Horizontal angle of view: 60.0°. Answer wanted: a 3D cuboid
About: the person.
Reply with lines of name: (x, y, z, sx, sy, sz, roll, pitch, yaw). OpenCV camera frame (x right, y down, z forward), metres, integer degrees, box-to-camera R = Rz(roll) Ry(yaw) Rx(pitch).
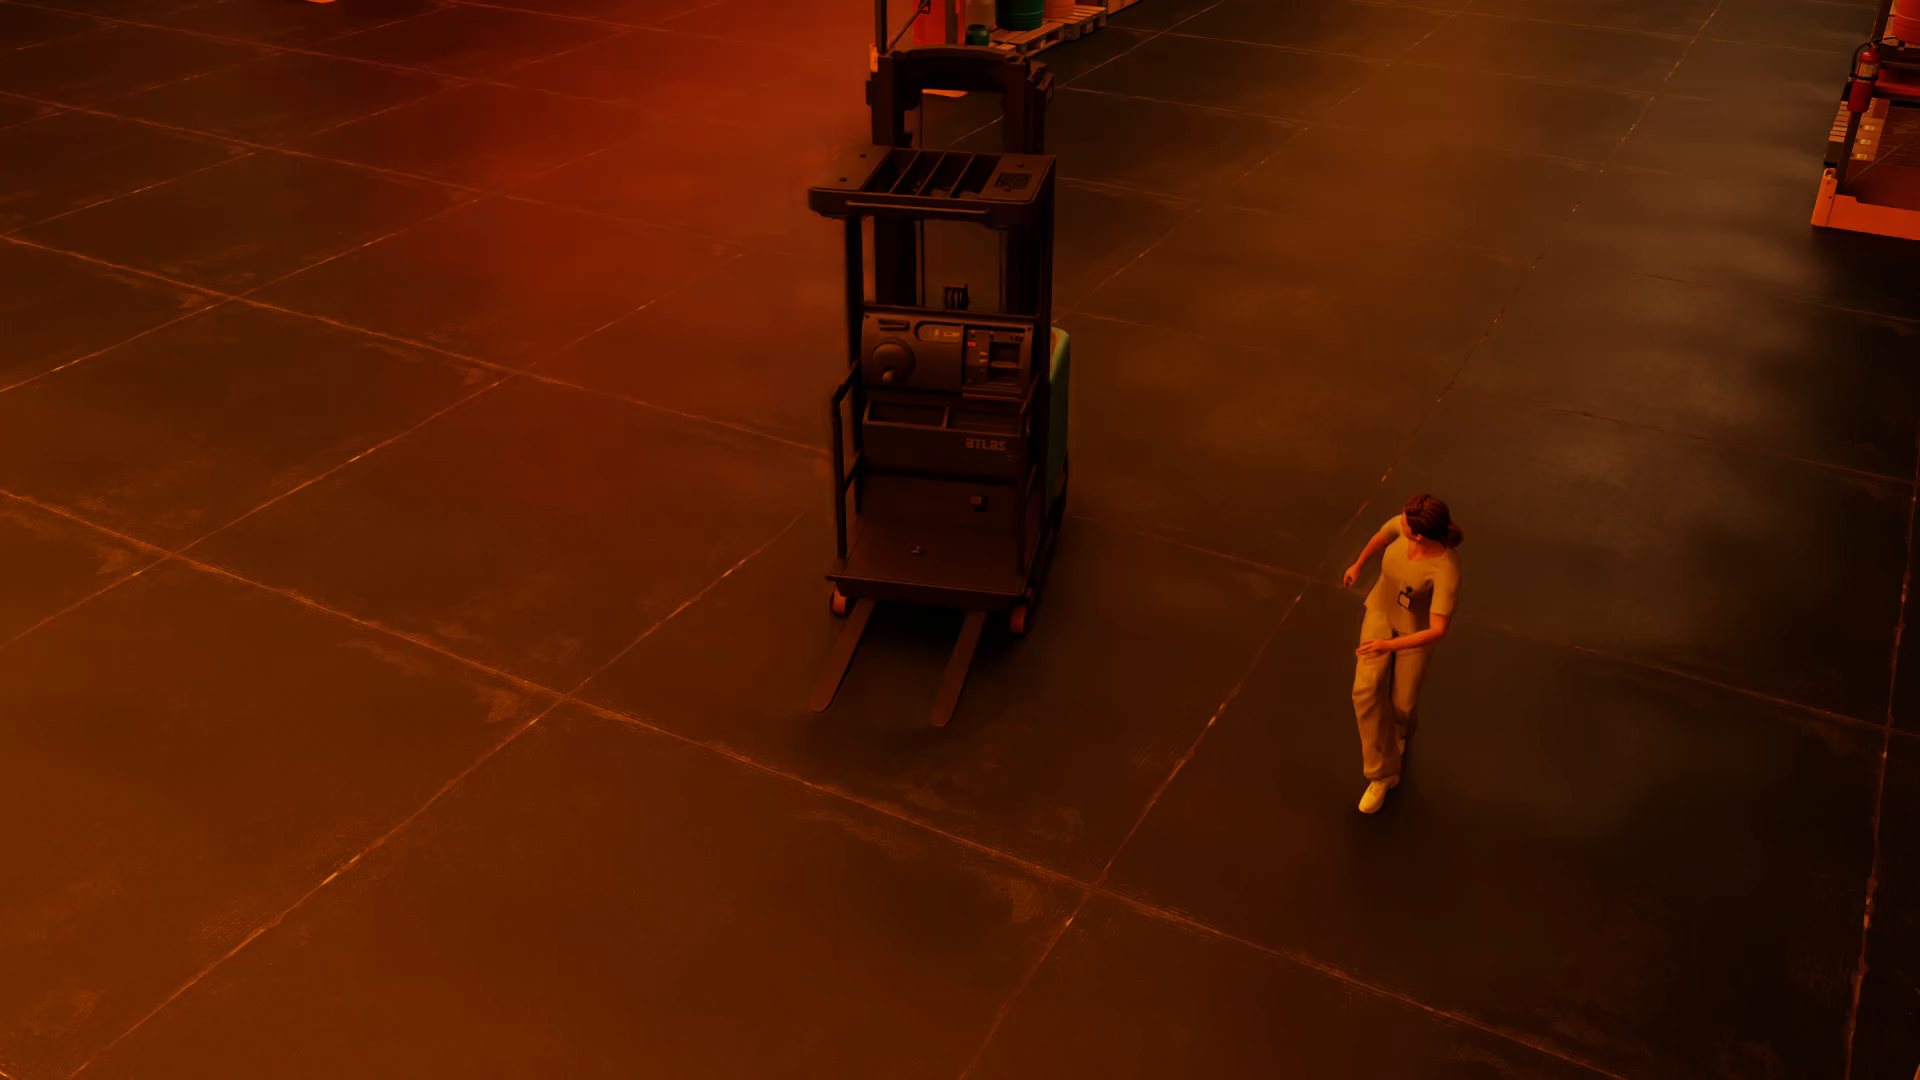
person: (1.966, 0.420, 7.762, 0.676, 1.519, 0.748, 22, 37, 33)

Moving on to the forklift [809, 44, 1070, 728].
forklift: (-0.110, -0.952, 8.721, 1.130, 2.935, 3.031, 6, 30, 10)
